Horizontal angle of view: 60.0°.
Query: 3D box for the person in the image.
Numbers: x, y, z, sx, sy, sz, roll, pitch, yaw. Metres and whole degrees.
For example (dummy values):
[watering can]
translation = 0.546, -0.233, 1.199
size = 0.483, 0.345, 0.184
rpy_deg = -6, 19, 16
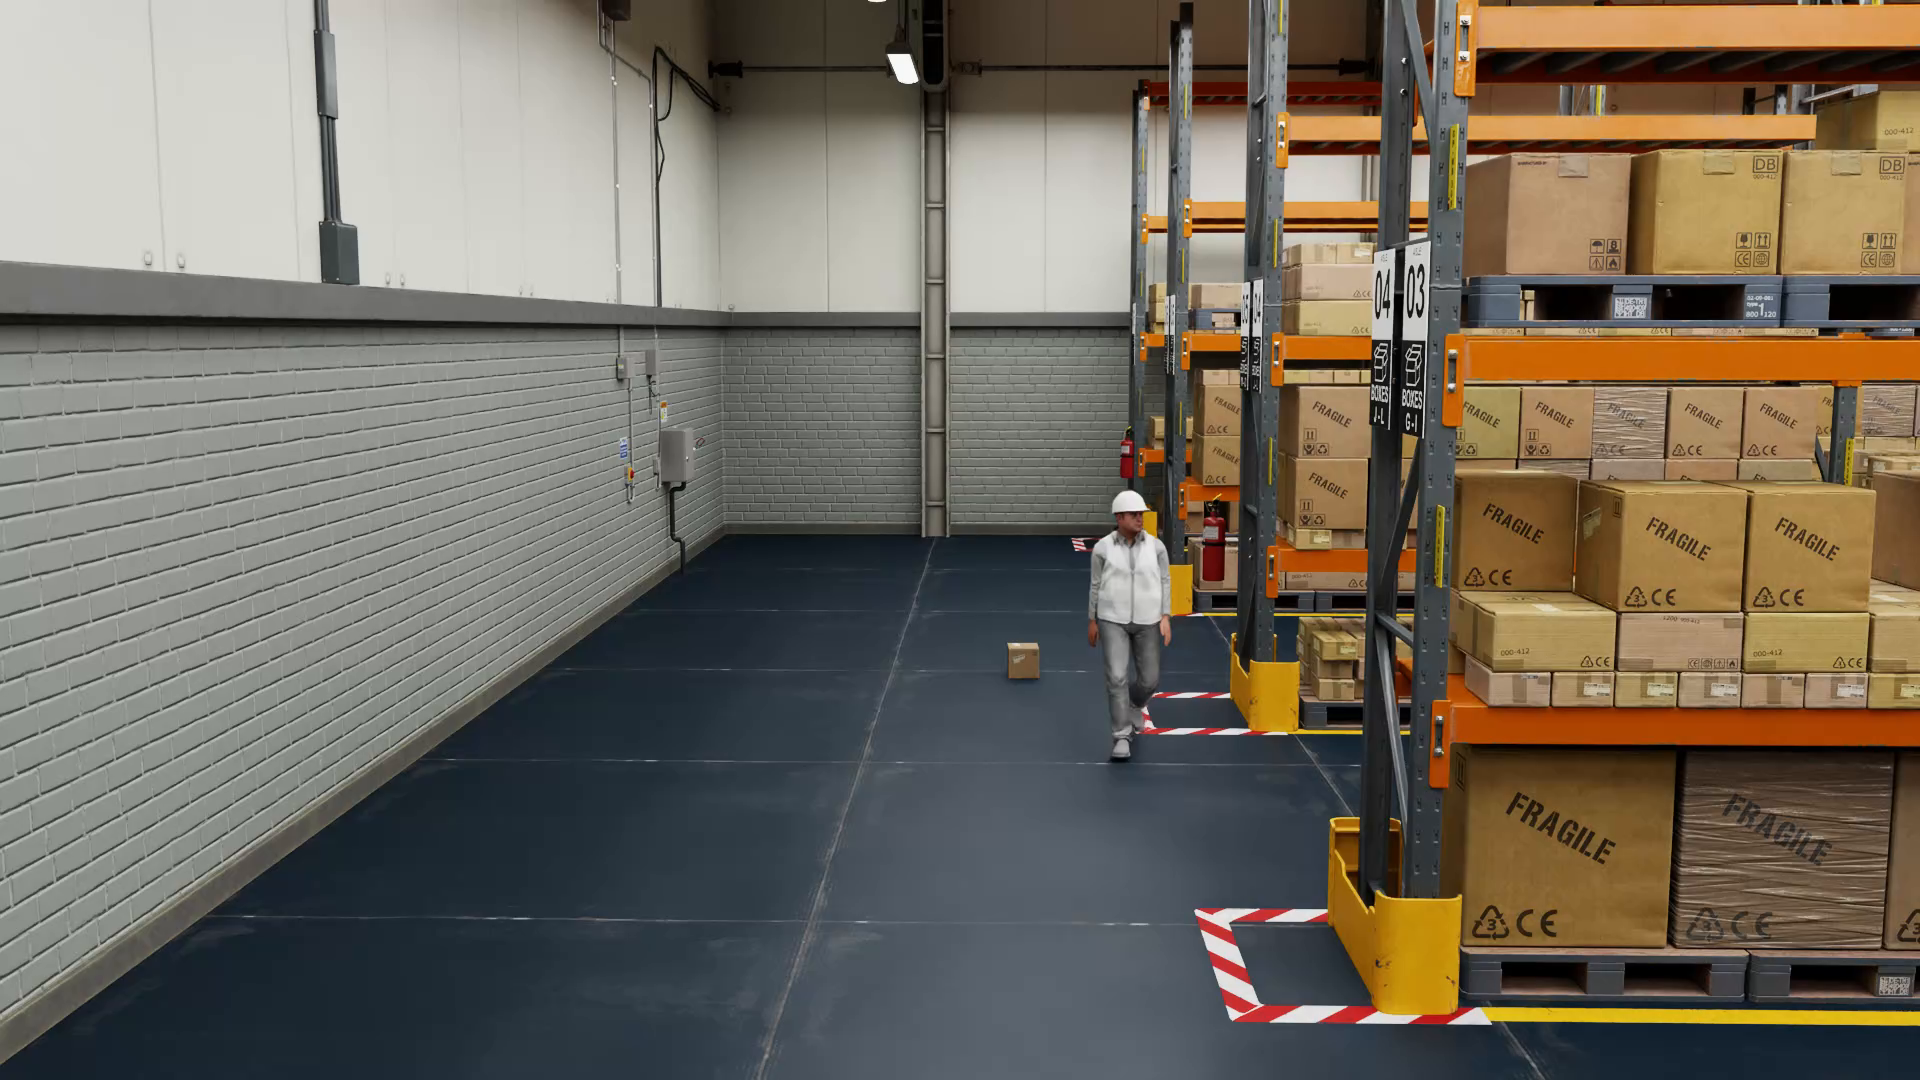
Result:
[person]
translation = 1.152, 0.541, 11.266
size = 0.566, 1.750, 0.807
rpy_deg = 0, 7, 0
